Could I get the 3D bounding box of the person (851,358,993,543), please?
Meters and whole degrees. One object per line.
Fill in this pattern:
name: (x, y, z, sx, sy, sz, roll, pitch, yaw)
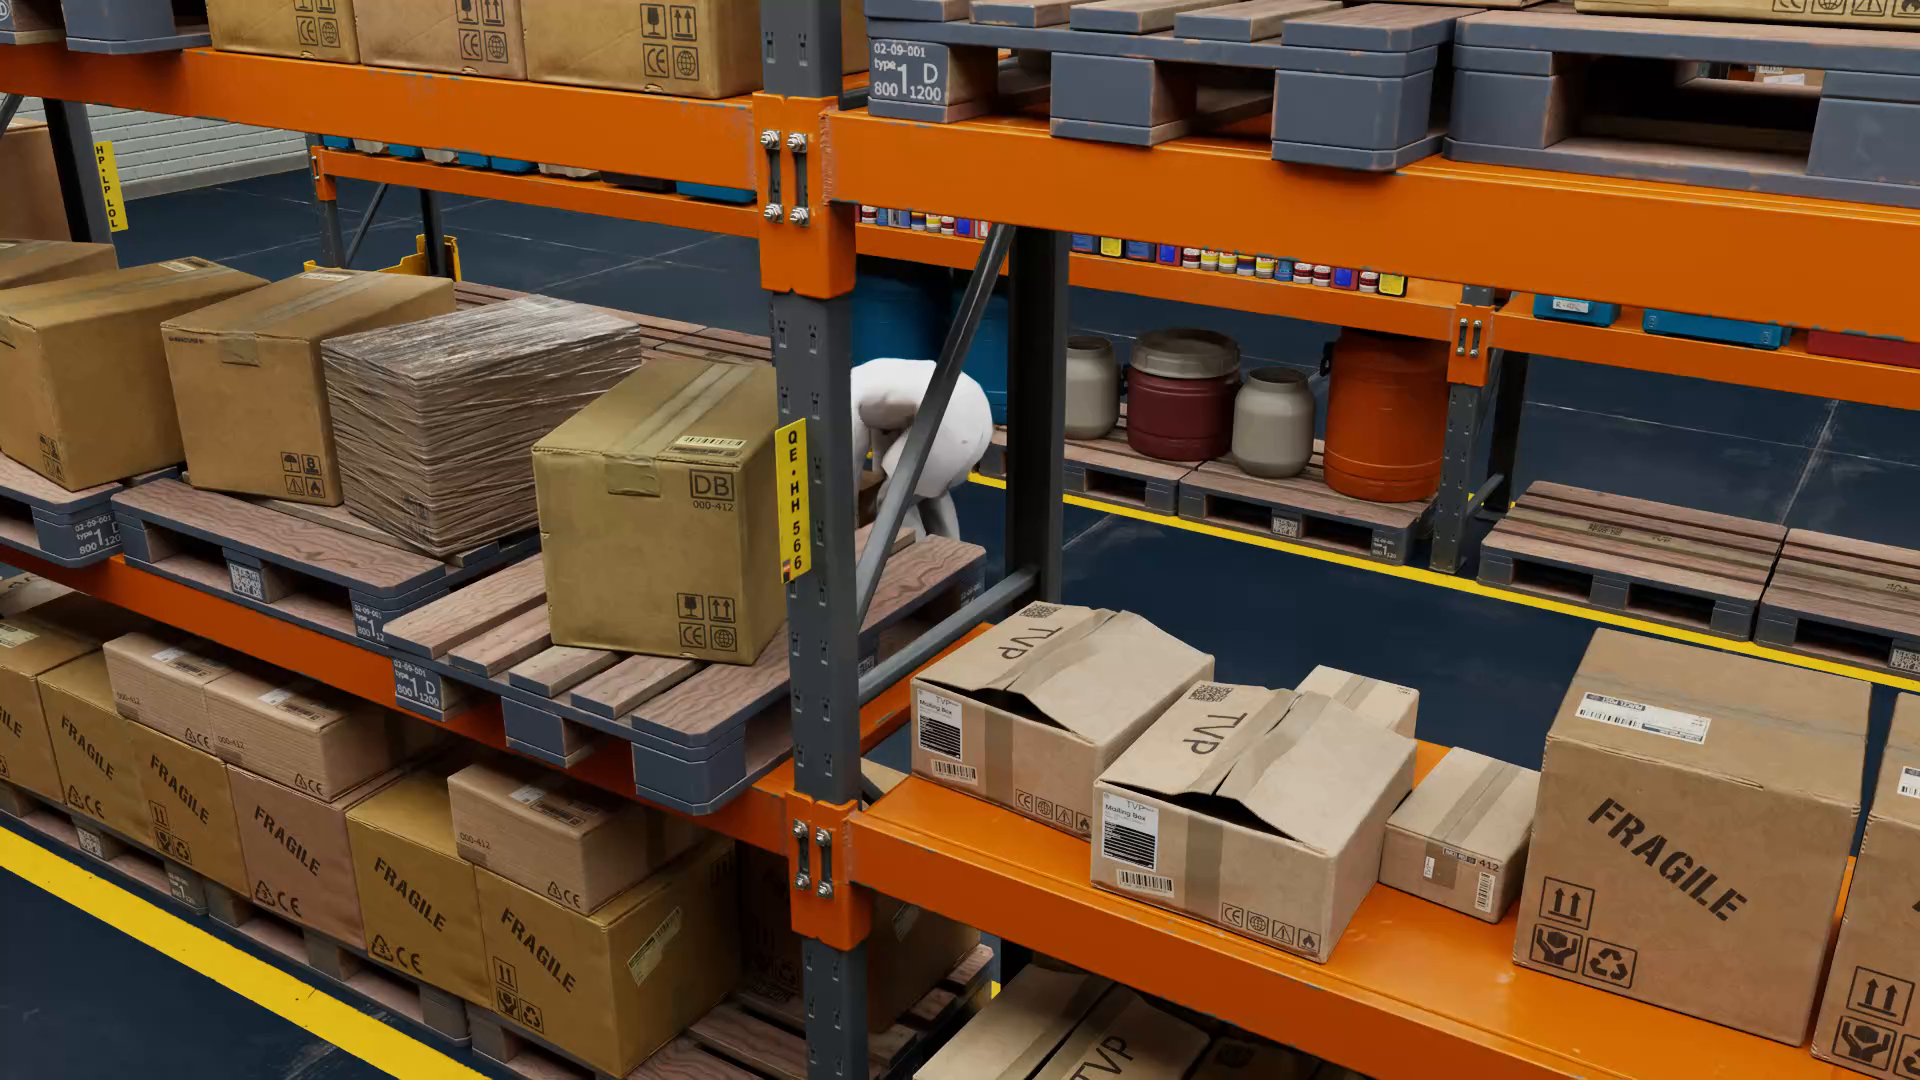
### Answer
person: (-0.308, -0.277, 7.638, 0.940, 1.107, 0.559, 12, 26, 27)
